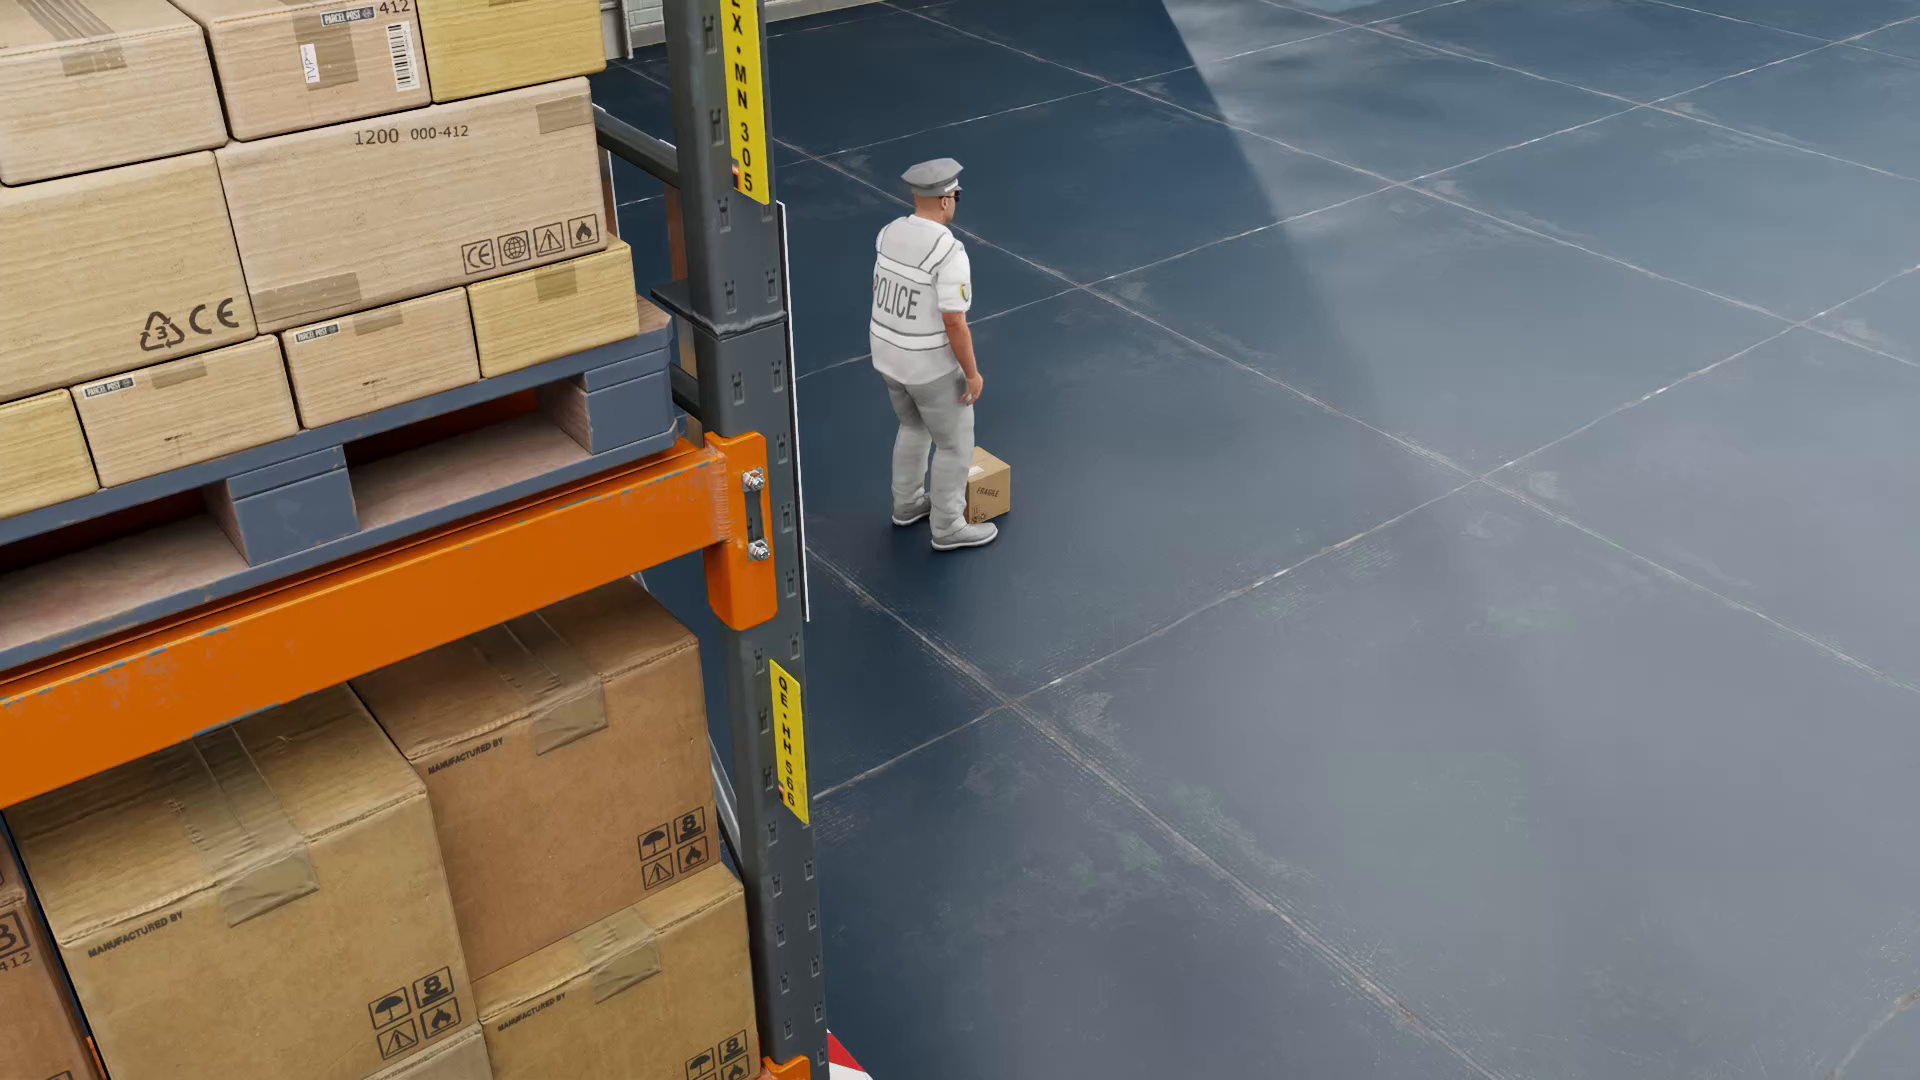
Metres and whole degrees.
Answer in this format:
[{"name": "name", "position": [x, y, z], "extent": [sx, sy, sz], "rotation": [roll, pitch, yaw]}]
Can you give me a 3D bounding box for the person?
[{"name": "person", "position": [-0.153, -0.804, 7.415], "extent": [0.431, 1.750, 0.606], "rotation": [-25, 40, -34]}]
